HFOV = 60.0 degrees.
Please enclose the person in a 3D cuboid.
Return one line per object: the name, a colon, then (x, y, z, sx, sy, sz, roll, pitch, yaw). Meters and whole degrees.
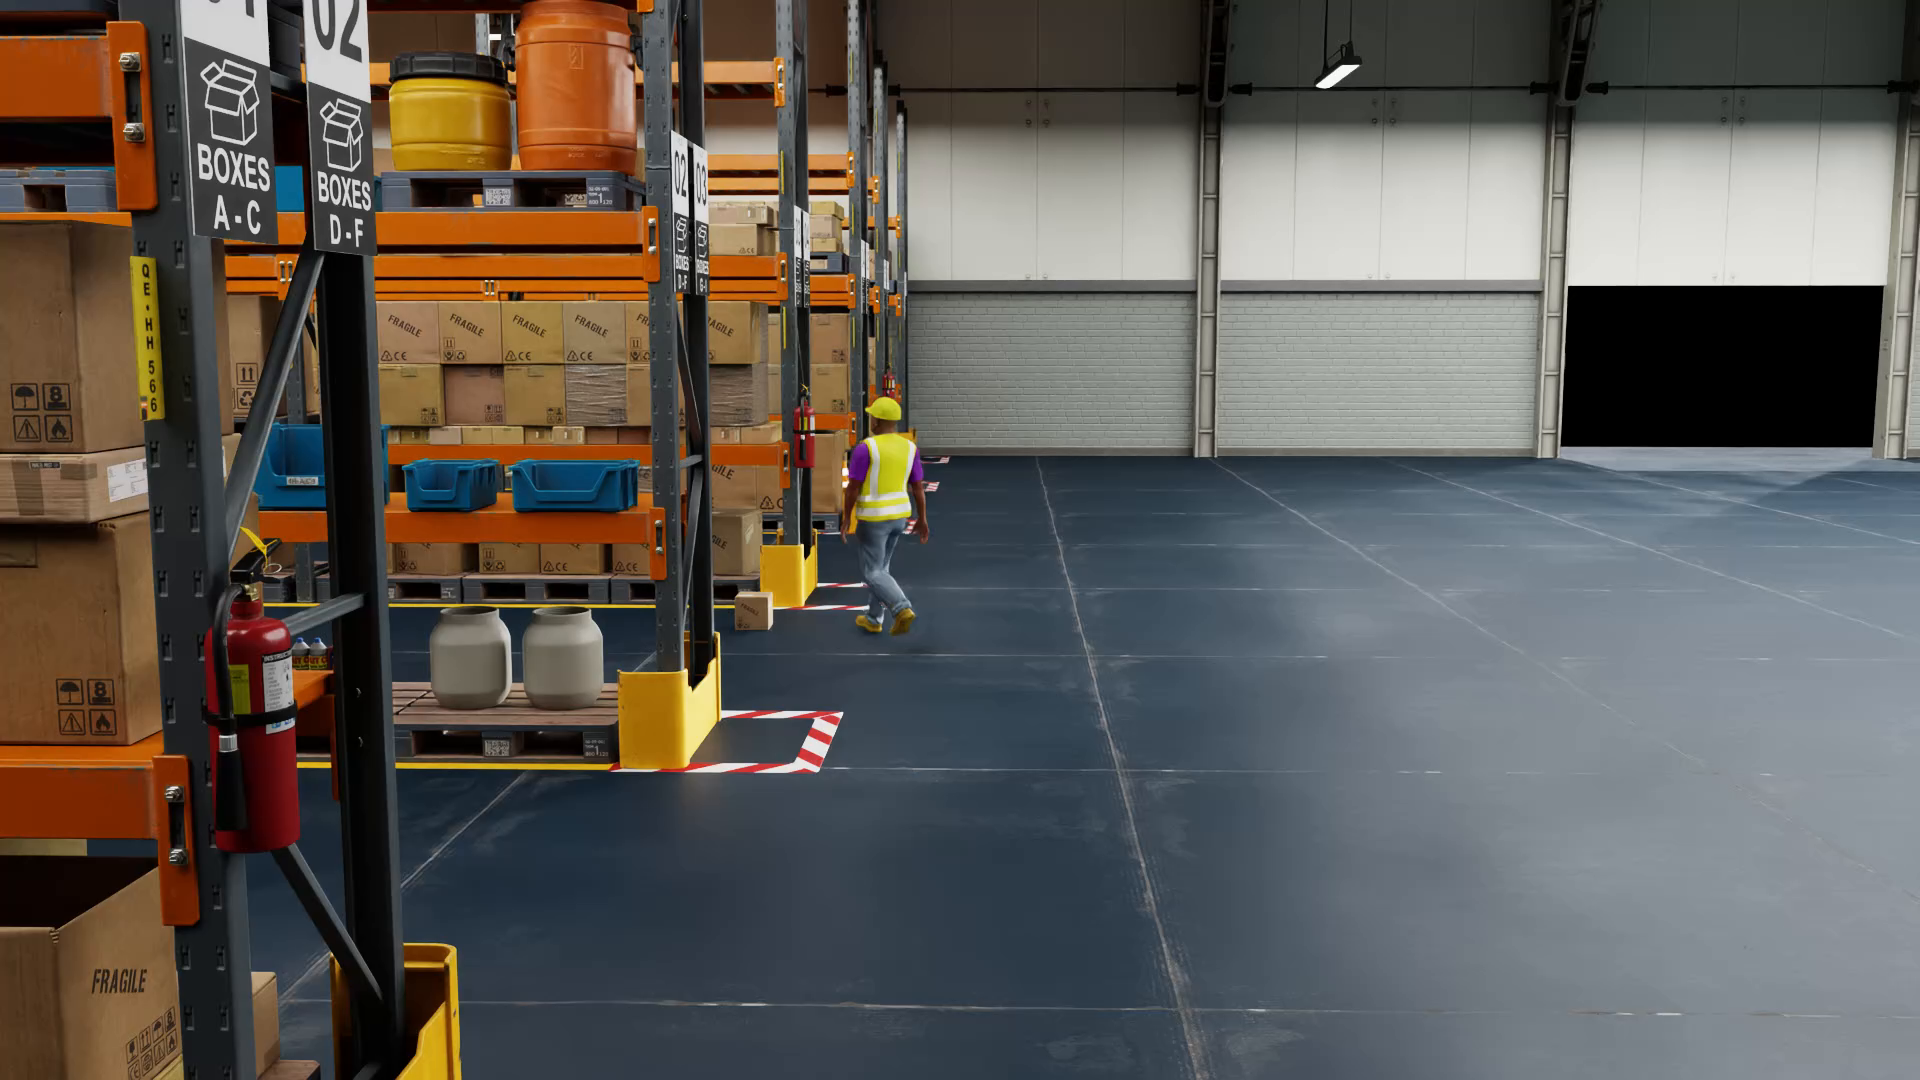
person: (-0.531, -0.160, 11.974, 0.660, 1.739, 0.930, -6, 9, -39)
